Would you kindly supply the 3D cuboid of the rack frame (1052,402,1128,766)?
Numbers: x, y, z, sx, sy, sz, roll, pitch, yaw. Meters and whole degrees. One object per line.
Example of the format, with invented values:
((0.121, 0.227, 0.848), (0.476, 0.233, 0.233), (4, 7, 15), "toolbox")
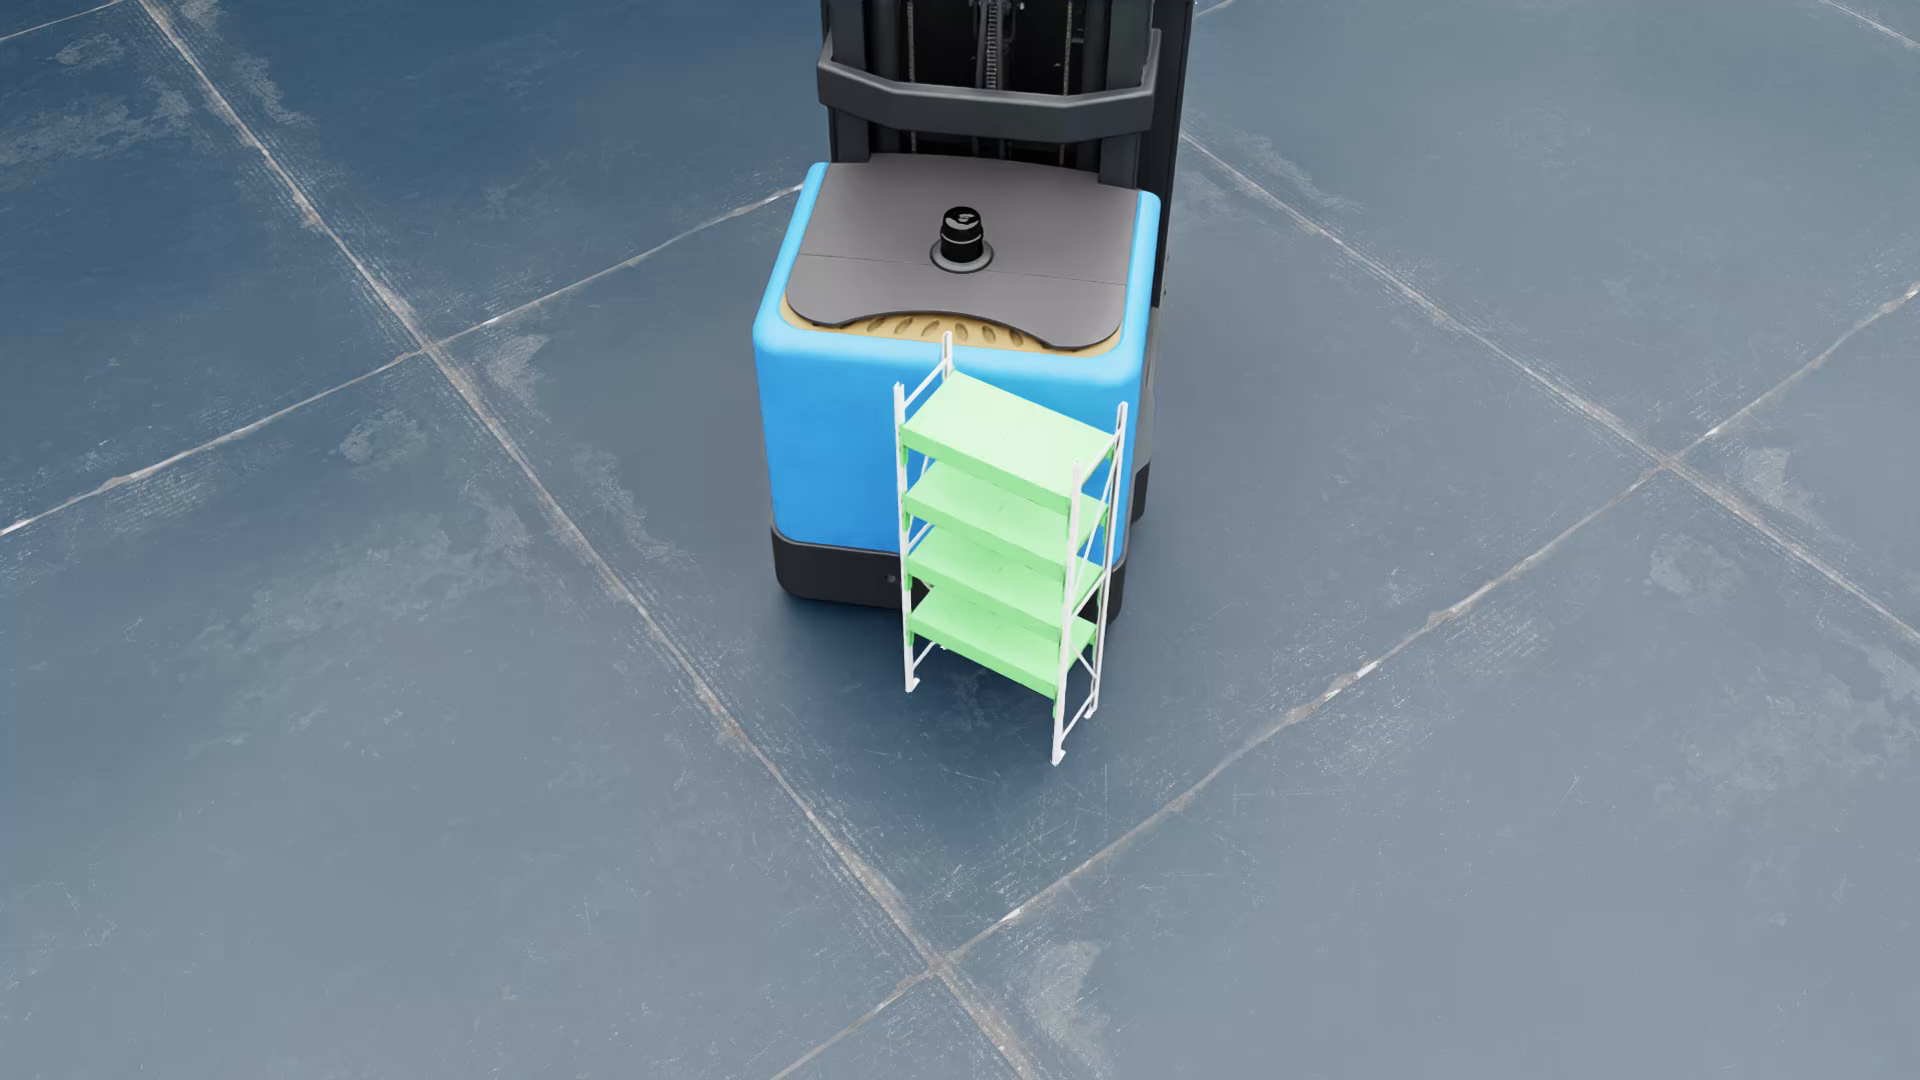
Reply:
((0.327, 0.154, 4.300), (0.015, 1.200, 0.240), (24, 52, 21), "rack frame")

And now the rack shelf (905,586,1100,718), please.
((0.119, 0.264, 4.611), (0.480, 0.148, 0.258), (24, 52, 21), "rack shelf")

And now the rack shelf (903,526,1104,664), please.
((0.119, 0.103, 4.433), (0.480, 0.148, 0.258), (24, 52, 21), "rack shelf")

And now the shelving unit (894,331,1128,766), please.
((0.119, 0.060, 4.386), (0.503, 1.200, 0.258), (24, 52, 21), "shelving unit")

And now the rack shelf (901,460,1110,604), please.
((0.119, -0.058, 4.255), (0.480, 0.148, 0.258), (24, 52, 21), "rack shelf")

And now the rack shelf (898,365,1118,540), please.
((0.119, -0.220, 4.078), (0.480, 0.148, 0.258), (24, 52, 21), "rack shelf")

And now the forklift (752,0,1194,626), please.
((0.171, -1.825, 4.926), (1.130, 2.935, 3.031), (6, 48, 6), "forklift")

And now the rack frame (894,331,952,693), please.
((-0.089, -0.035, 4.471), (0.015, 1.200, 0.240), (24, 52, 21), "rack frame")
